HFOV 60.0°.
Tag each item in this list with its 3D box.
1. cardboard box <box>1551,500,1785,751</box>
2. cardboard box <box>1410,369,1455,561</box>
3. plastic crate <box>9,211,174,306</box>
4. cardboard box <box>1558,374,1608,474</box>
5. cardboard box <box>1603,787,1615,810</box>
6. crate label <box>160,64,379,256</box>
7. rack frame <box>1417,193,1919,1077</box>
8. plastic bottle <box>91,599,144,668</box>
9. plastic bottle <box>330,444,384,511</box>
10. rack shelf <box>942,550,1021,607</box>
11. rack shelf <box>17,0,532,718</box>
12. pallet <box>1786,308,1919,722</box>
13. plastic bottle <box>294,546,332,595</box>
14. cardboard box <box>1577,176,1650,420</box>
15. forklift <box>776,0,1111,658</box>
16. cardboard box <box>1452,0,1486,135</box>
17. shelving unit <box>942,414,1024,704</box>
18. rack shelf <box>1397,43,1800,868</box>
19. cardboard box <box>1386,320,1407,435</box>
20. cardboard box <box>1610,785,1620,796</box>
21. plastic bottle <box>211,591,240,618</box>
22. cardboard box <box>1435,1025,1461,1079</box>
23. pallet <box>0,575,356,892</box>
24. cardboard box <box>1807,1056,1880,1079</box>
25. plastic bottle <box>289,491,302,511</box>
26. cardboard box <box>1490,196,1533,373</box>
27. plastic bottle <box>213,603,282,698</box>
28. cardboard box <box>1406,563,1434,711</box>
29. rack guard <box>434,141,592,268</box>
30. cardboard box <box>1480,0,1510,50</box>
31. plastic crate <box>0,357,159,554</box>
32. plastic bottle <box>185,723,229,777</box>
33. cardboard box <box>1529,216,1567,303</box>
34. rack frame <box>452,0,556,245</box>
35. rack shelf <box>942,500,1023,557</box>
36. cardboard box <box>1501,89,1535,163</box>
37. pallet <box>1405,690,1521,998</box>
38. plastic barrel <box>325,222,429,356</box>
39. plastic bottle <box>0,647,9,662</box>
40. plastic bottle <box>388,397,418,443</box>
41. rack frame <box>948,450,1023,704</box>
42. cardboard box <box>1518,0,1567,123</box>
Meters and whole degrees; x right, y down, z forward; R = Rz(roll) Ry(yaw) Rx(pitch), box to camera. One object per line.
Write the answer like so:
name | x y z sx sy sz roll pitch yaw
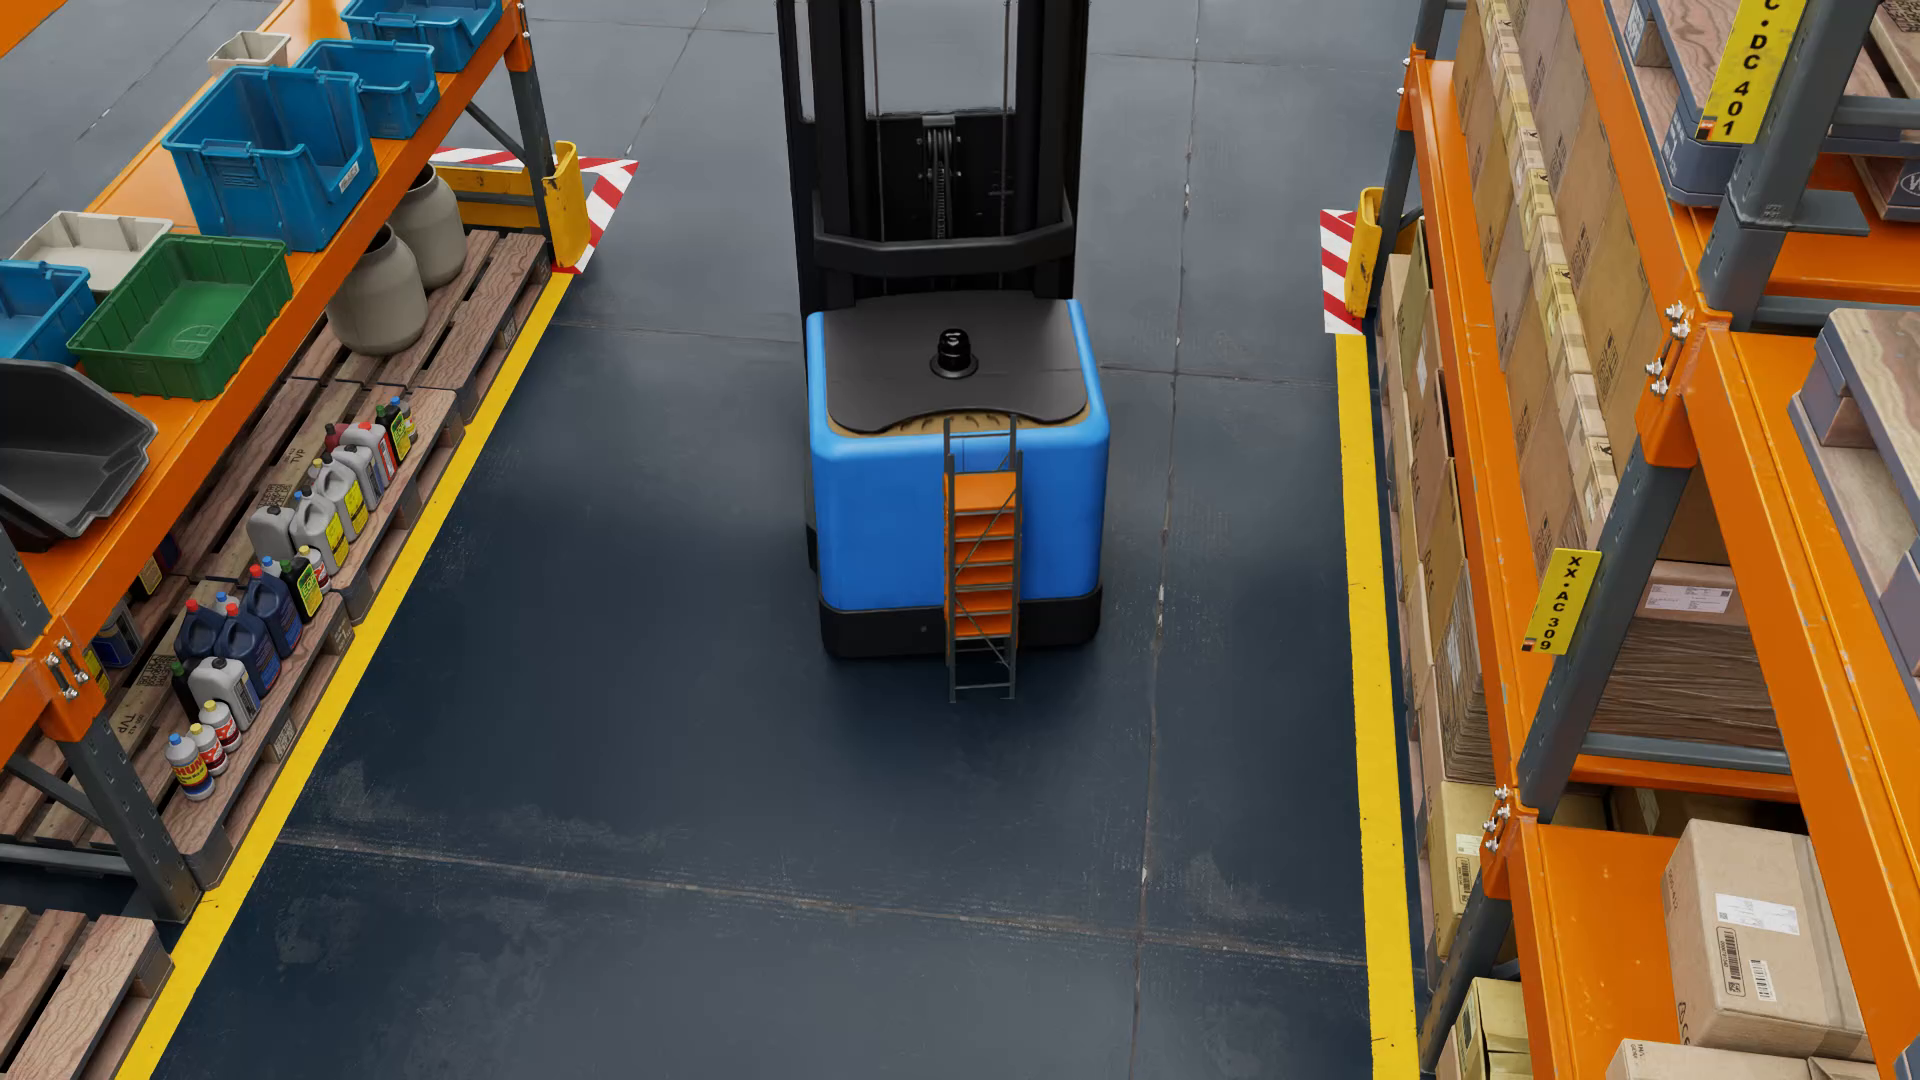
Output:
cardboard box | 1.950 0.194 4.290 0.700 0.500 0.500 4 44 4
cardboard box | 1.934 -0.252 5.983 0.500 0.500 0.500 5 44 6
plastic crate | -3.048 -0.953 5.767 0.530 0.136 0.437 5 44 6
cardboard box | 1.788 -0.290 4.330 0.380 0.149 0.250 4 44 4
cardboard box | 2.330 0.751 5.470 0.500 0.250 0.500 5 44 6
crate label | -2.458 -1.379 5.999 0.502 0.435 0.616 5 44 6
rack frame | 1.897 0.534 4.005 1.000 3.000 0.127 5 44 6
plastic bottle | -3.037 0.310 5.901 0.152 0.276 0.135 5 44 6
plastic bottle | -2.370 -0.261 6.505 0.152 0.276 0.135 4 44 4
rack shelf | 0.074 0.127 5.808 0.258 0.103 0.180 -3 44 -4
rack shelf | -2.748 -1.021 6.170 1.077 0.370 4.000 5 44 6
pallet | 1.794 0.116 2.403 0.805 0.209 1.217 4 44 4
plastic bottle | -2.408 0.105 6.172 0.097 0.201 0.097 0 43 0
cardboard box | 2.015 -0.621 4.208 0.700 0.500 0.500 5 44 5
forklift | -0.116 -1.636 6.346 1.130 2.935 3.031 -3 44 -4
cardboard box | 2.352 -1.912 6.515 0.700 0.500 0.500 5 44 6
shelving unit | 0.074 0.094 5.778 0.258 1.200 0.189 -3 44 -4
rack shelf | 2.162 -0.568 5.692 1.077 0.370 4.000 5 44 6
cardboard box | 2.072 -0.660 6.960 0.500 0.250 0.500 5 44 6
cardboard box | 2.327 0.478 5.212 0.500 0.500 0.500 5 44 6
plastic bottle | -2.594 0.290 5.927 0.097 0.271 0.097 0 43 0
cardboard box | 1.599 1.632 4.539 0.500 0.250 0.500 4 44 5
pallet | -2.882 0.639 5.921 1.003 0.211 1.213 5 44 6
cardboard box | 1.963 1.198 3.401 0.396 0.266 0.258 4 44 4
plastic bottle | -2.514 -0.102 6.391 0.097 0.201 0.097 0 43 0
cardboard box | 2.150 -0.857 5.400 0.700 0.500 0.500 6 44 7
plastic bottle | -2.494 0.370 5.784 0.144 0.351 0.185 6 44 7
cardboard box | 1.870 0.362 5.881 0.500 0.250 0.500 5 44 6
rack guard | -2.447 -1.682 8.162 1.175 0.500 0.348 5 44 6
cardboard box | 2.094 -1.866 5.995 0.380 0.149 0.250 5 44 6
plastic crate | -2.817 -0.242 4.869 0.767 0.338 0.504 5 44 6
plastic bottle | -2.522 0.691 5.554 0.097 0.201 0.097 0 43 0
cardboard box | 1.890 -0.808 4.878 0.380 0.149 0.250 6 44 7
rack frame | -2.483 -2.645 7.362 1.000 3.000 0.127 5 44 6
rack shelf | 0.074 -0.048 5.643 0.258 0.103 0.180 -3 44 -4
cardboard box | 1.993 -1.339 5.438 0.380 0.149 0.250 5 44 5
pallet | 2.044 1.008 5.532 1.003 0.211 1.213 5 44 6
plastic barrel | -2.561 -1.097 7.231 0.421 0.512 0.421 0 43 0
plastic bottle | -3.212 0.418 5.734 0.144 0.351 0.185 4 44 4
plastic bottle | -2.291 -0.497 6.809 0.097 0.201 0.097 0 43 0
rack frame | 0.082 0.157 5.711 0.240 1.200 0.006 -3 44 -4
cardboard box | 2.215 -1.644 5.289 0.700 0.500 0.500 5 44 6
